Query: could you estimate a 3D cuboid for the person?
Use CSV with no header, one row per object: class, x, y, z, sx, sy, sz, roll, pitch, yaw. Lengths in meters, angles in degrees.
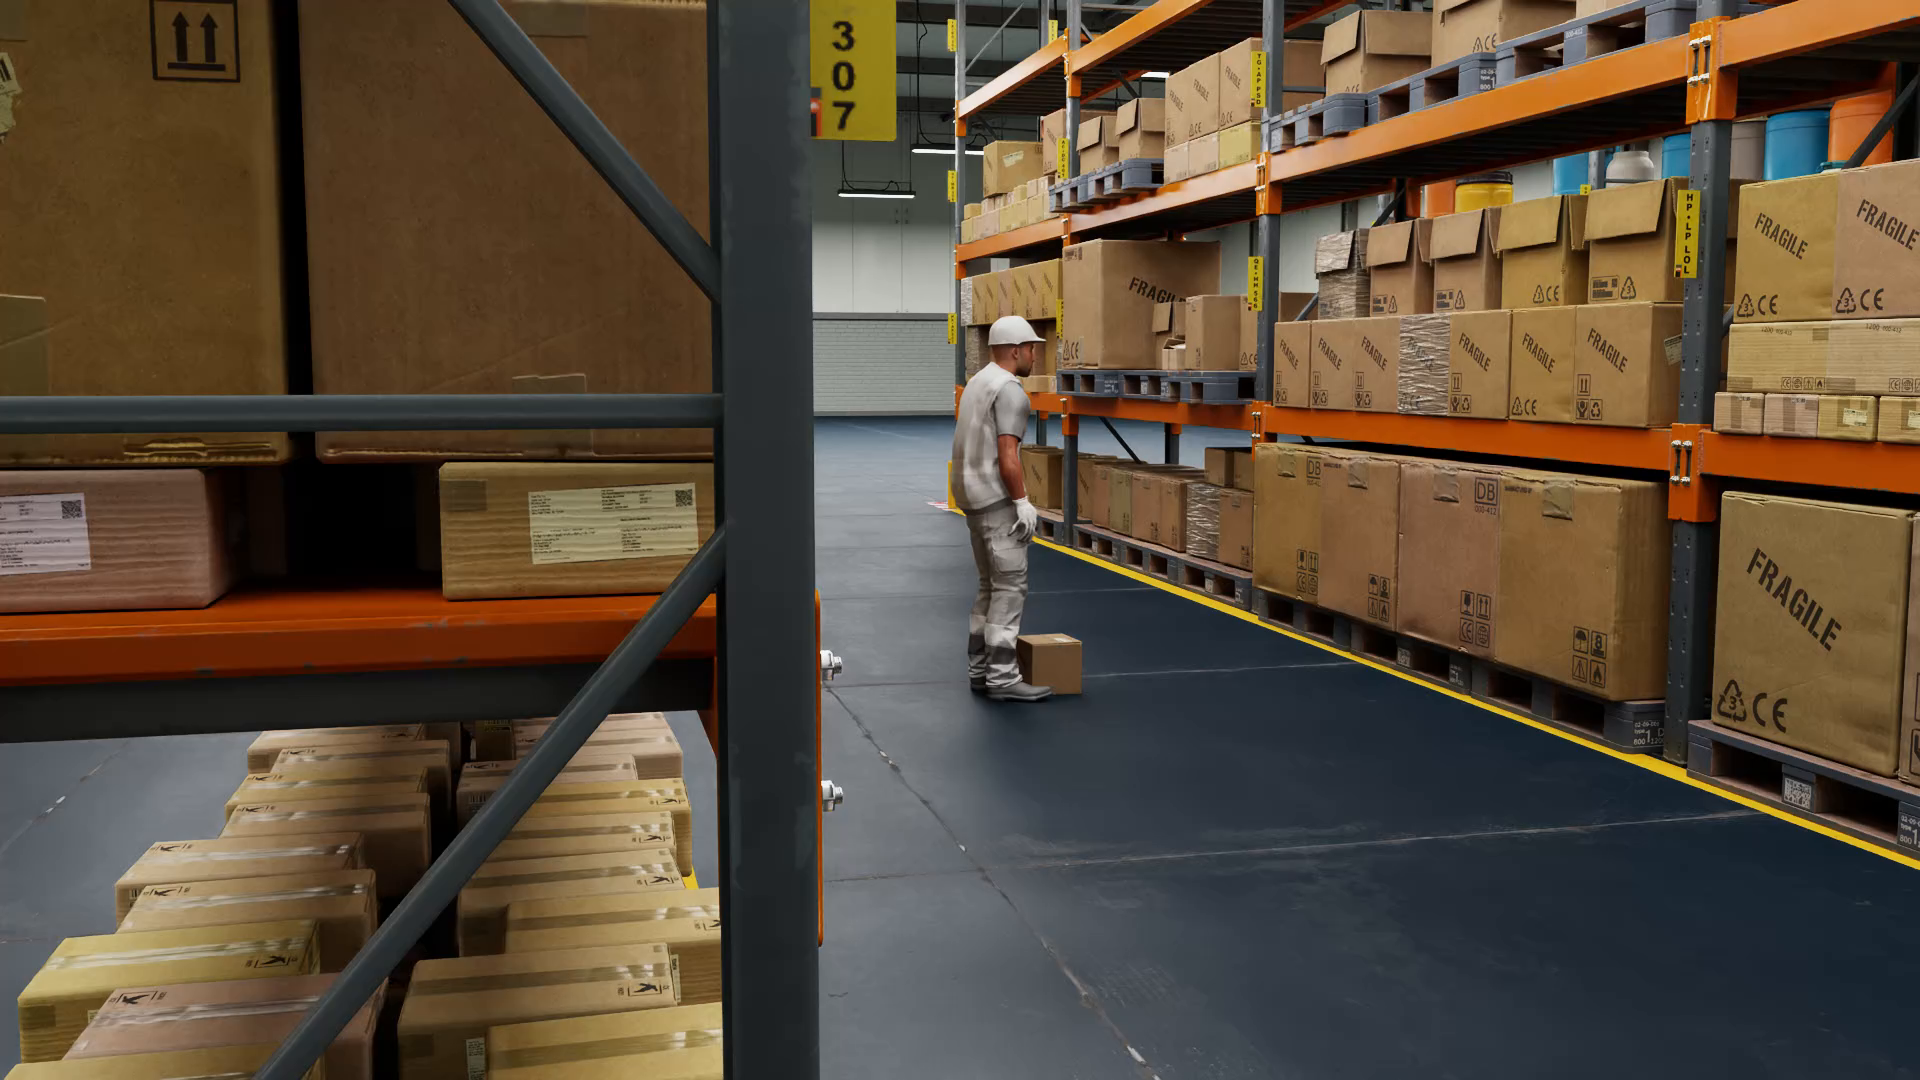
person,0.196,-0.160,7.830,0.449,1.779,0.619,-2,6,-17
